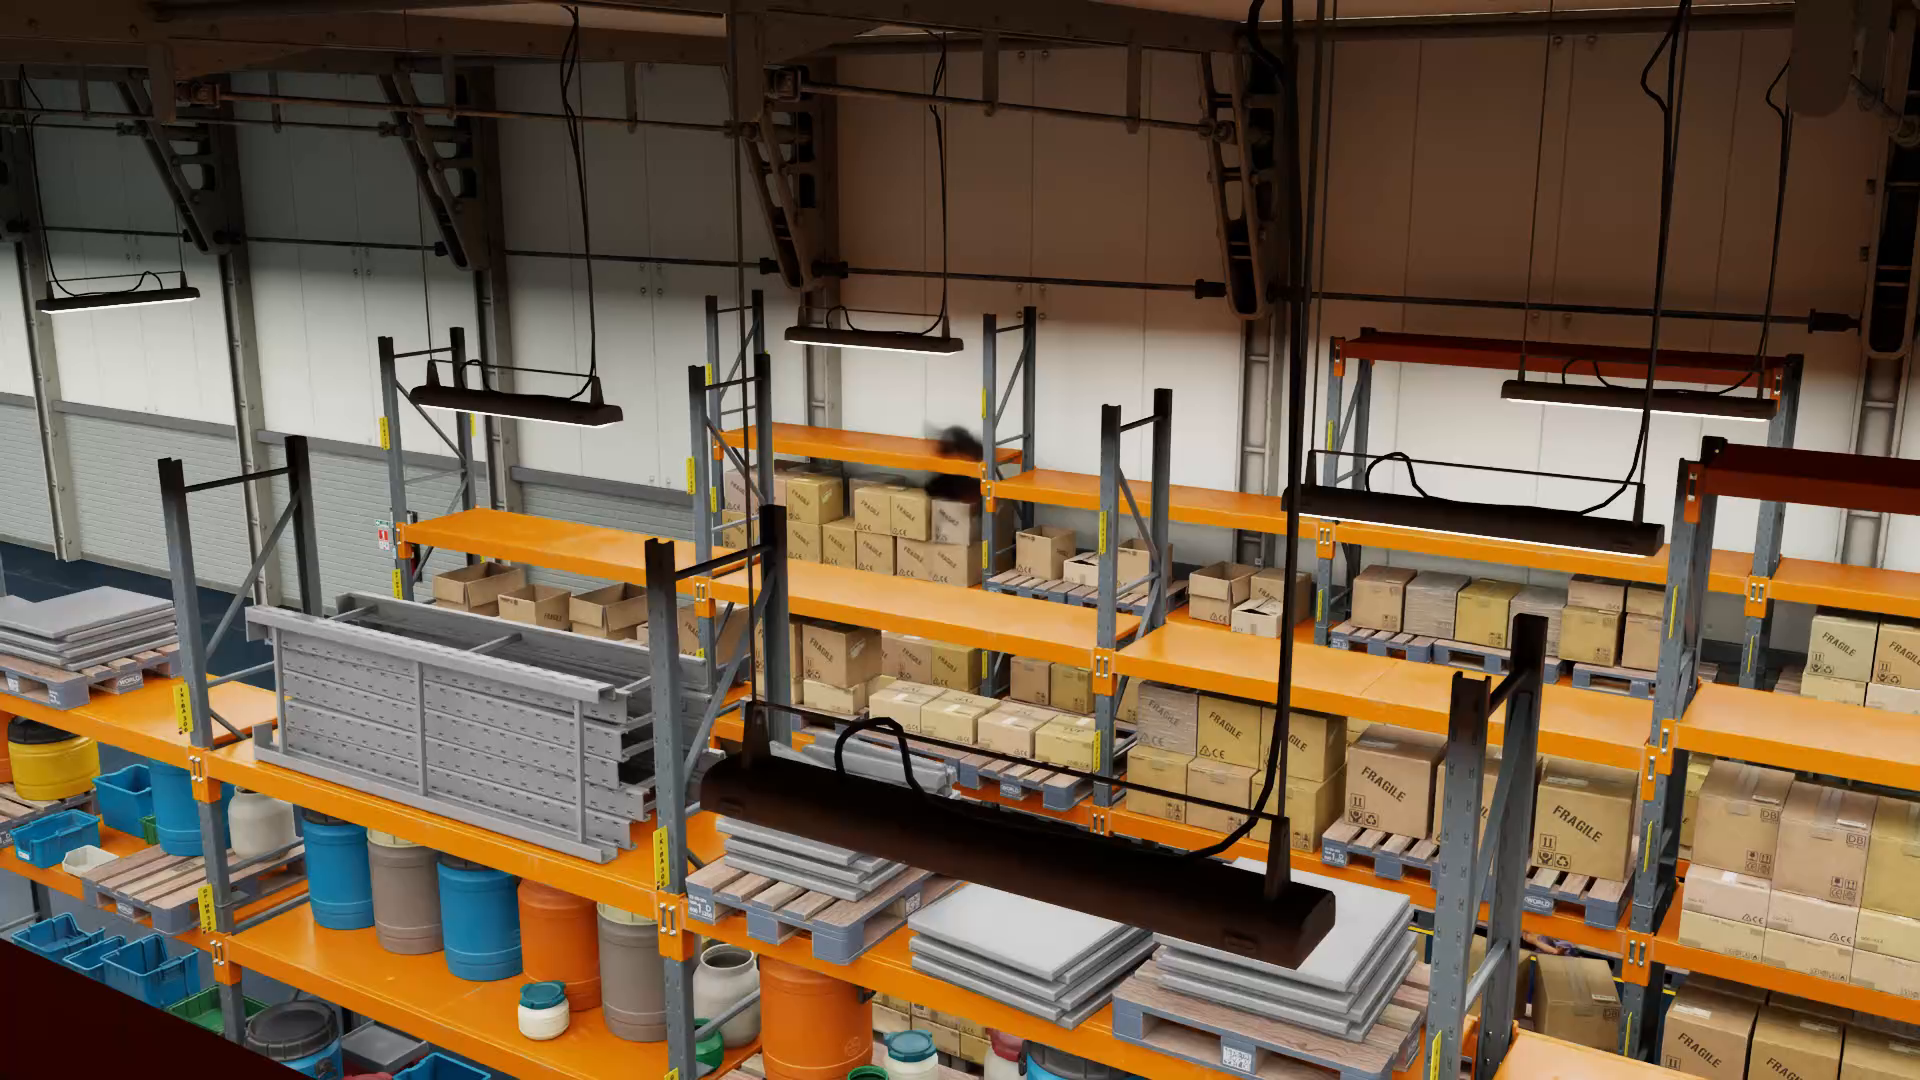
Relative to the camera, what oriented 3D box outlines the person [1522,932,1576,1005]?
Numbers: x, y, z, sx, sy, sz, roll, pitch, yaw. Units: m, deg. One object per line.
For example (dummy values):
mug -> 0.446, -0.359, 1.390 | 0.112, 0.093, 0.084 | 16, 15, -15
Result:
person -> 5.261, 3.767, 14.602 | 0.893, 1.609, 0.616 | 6, 15, 22
